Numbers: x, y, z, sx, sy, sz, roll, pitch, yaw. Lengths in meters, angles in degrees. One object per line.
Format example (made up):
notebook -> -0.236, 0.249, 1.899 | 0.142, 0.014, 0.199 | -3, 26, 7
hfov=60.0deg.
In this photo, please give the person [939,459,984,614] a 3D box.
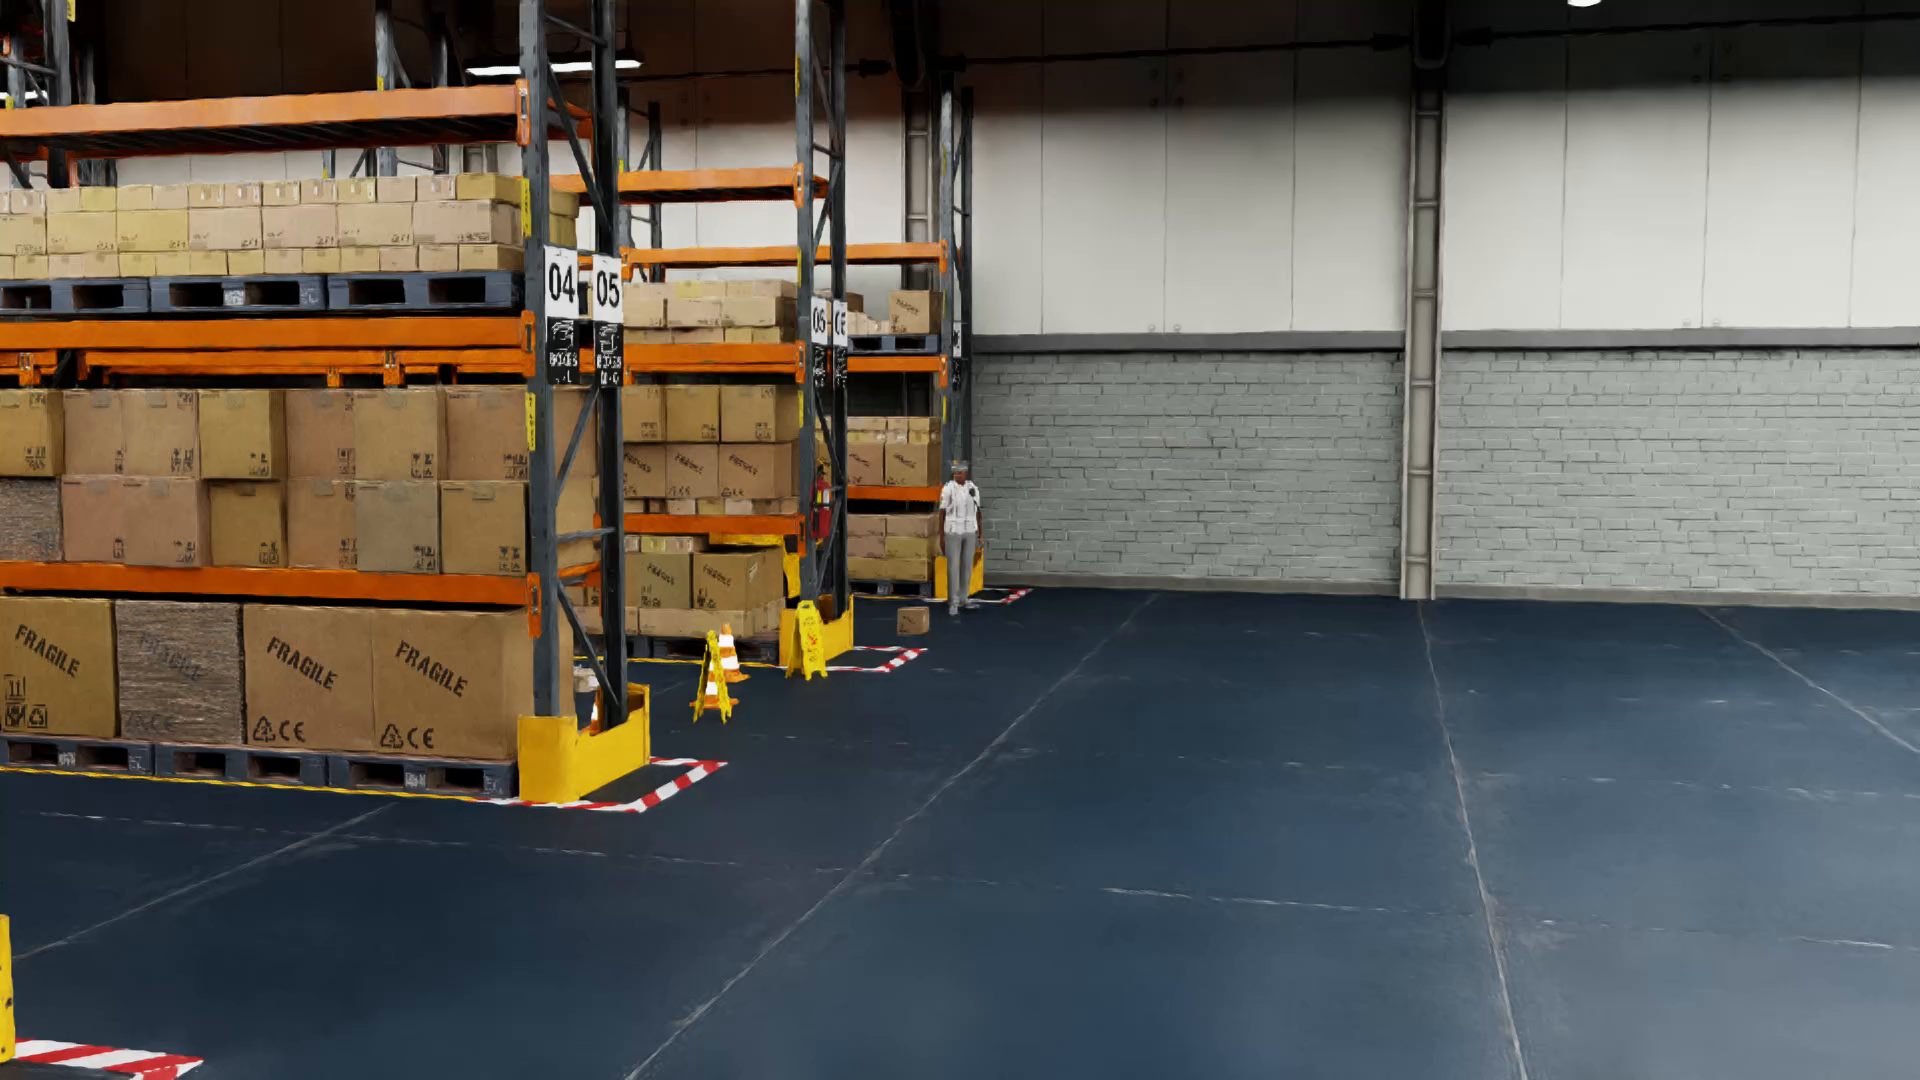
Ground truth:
person -> 0.004, -0.026, 18.111 | 0.484, 1.728, 0.439 | -2, 5, -25
